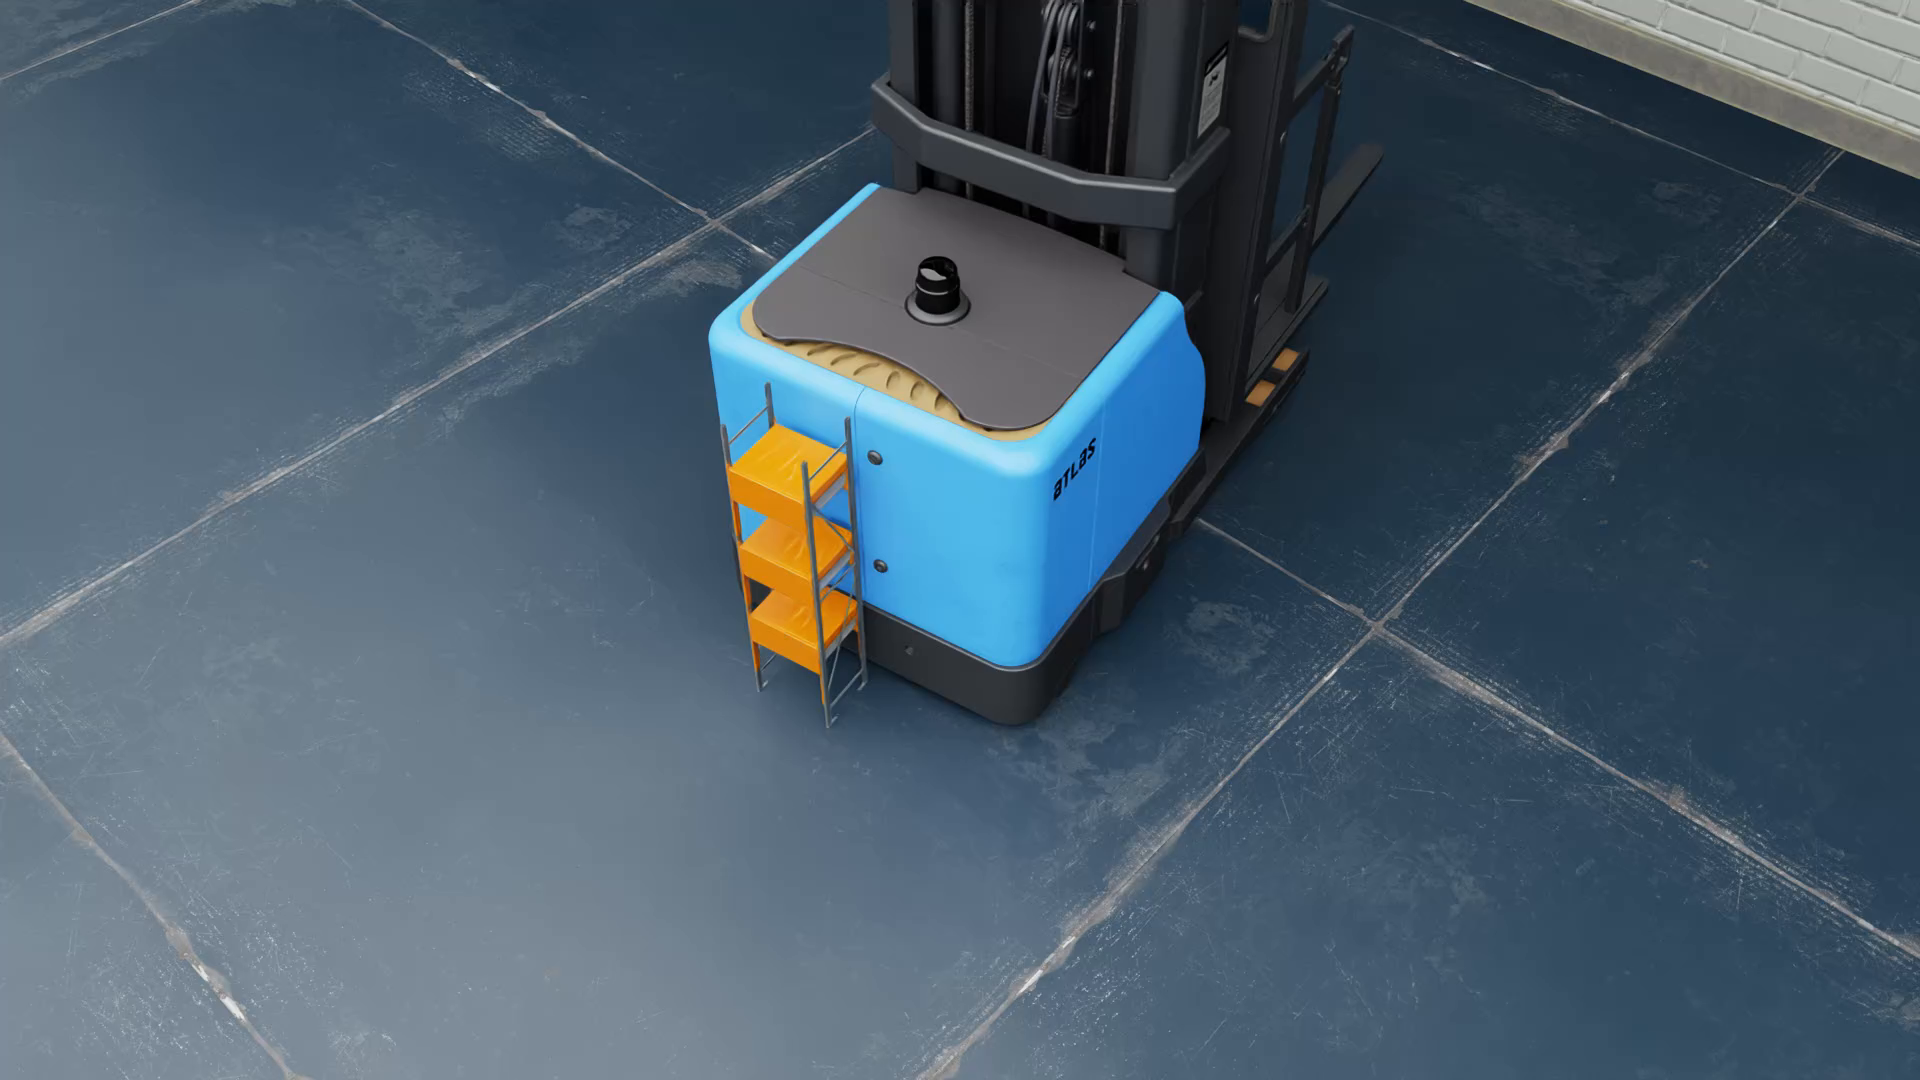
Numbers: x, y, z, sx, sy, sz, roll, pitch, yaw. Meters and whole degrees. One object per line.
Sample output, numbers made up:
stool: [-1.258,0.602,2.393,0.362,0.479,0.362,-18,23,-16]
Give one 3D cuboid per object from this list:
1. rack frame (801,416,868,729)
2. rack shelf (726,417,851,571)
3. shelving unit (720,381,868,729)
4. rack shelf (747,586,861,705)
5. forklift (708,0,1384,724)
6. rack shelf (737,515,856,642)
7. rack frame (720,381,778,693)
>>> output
rack frame: [-0.326,0.116,4.421,0.008,1.050,0.200,24,52,21]
rack shelf: [-0.429,-0.118,4.266,0.240,0.259,0.215,24,52,21]
shelving unit: [-0.429,0.069,4.465,0.252,1.050,0.215,24,52,21]
rack shelf: [-0.429,0.266,4.676,0.240,0.259,0.215,24,52,21]
forklift: [0.534,-1.545,4.690,1.130,2.935,3.031,24,51,21]
rack shelf: [-0.429,0.076,4.473,0.240,0.259,0.215,24,52,21]
rack frame: [-0.533,0.021,4.510,0.008,1.050,0.200,24,52,21]
